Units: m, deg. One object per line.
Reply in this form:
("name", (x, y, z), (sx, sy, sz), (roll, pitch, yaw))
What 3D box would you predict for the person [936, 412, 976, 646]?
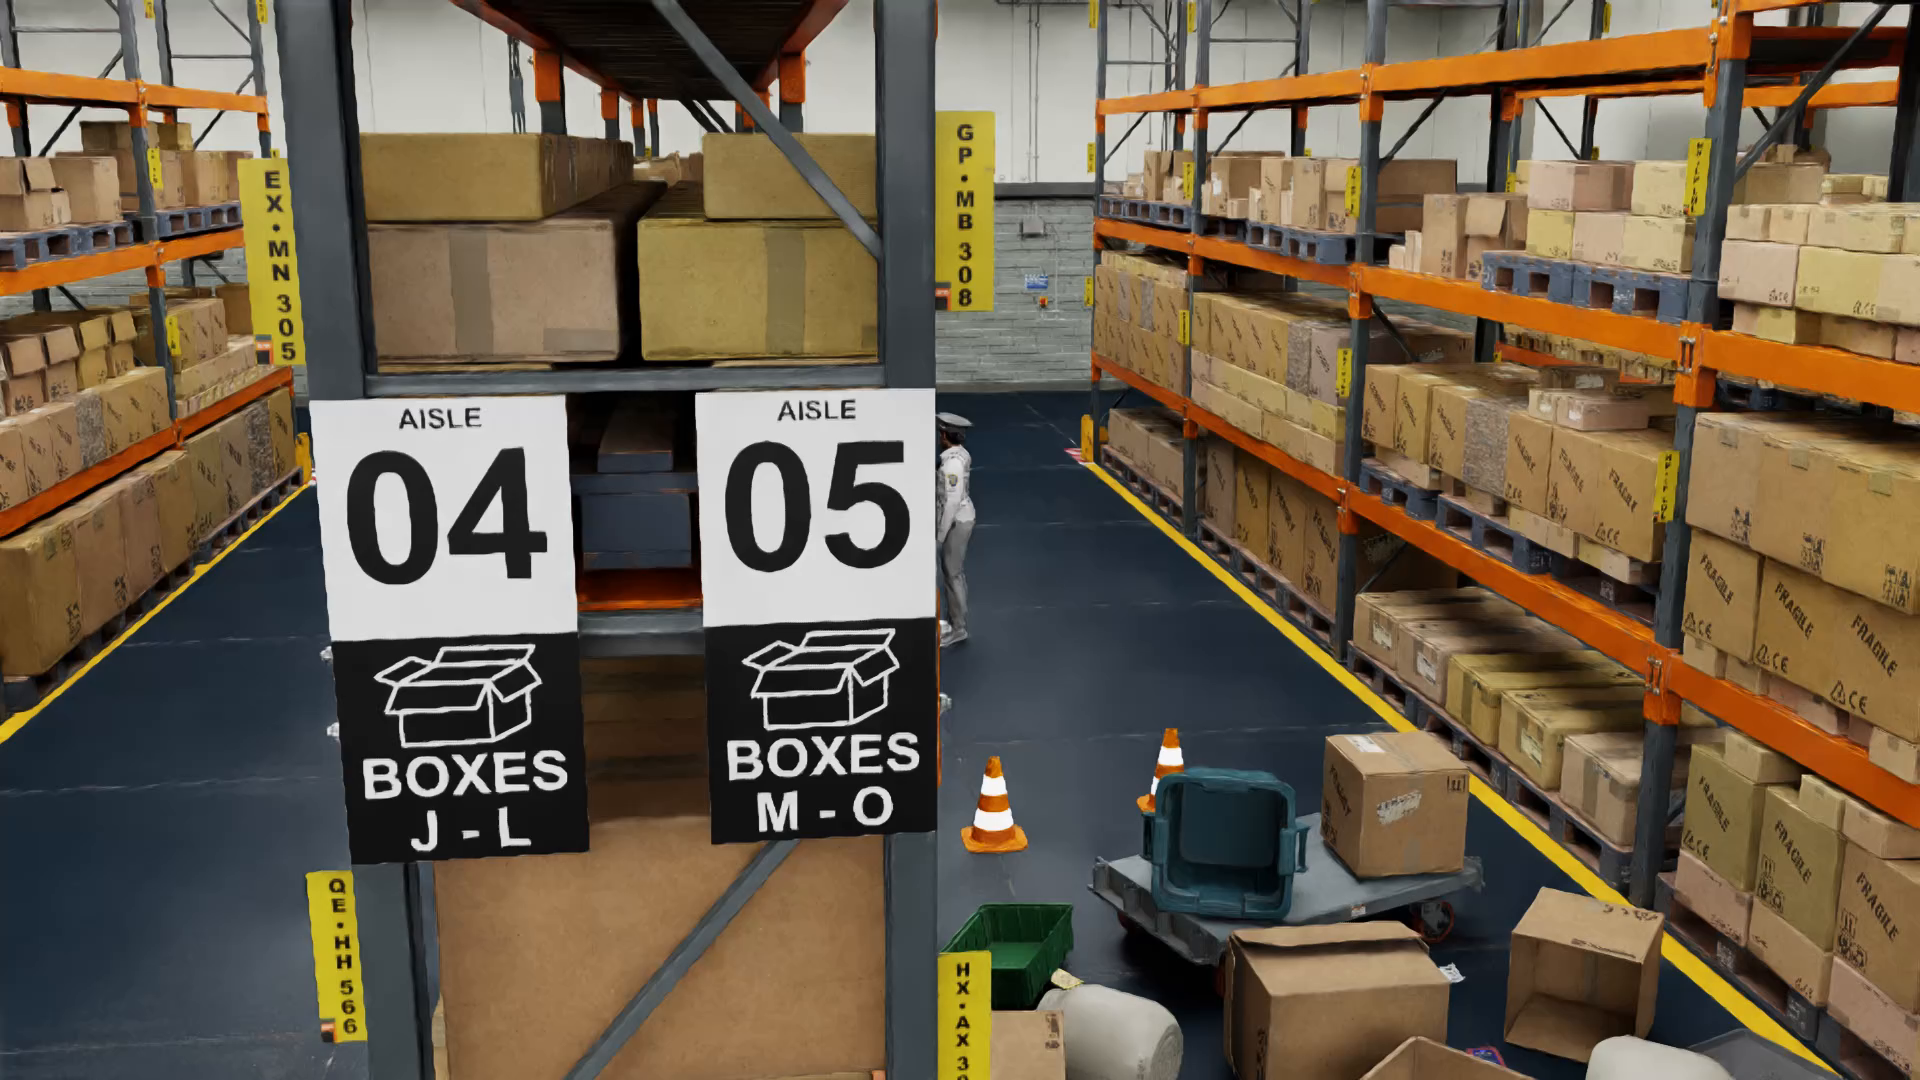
("person", (-0.069, -0.080, 12.290), (0.377, 1.721, 0.534), (2, 13, 8))
